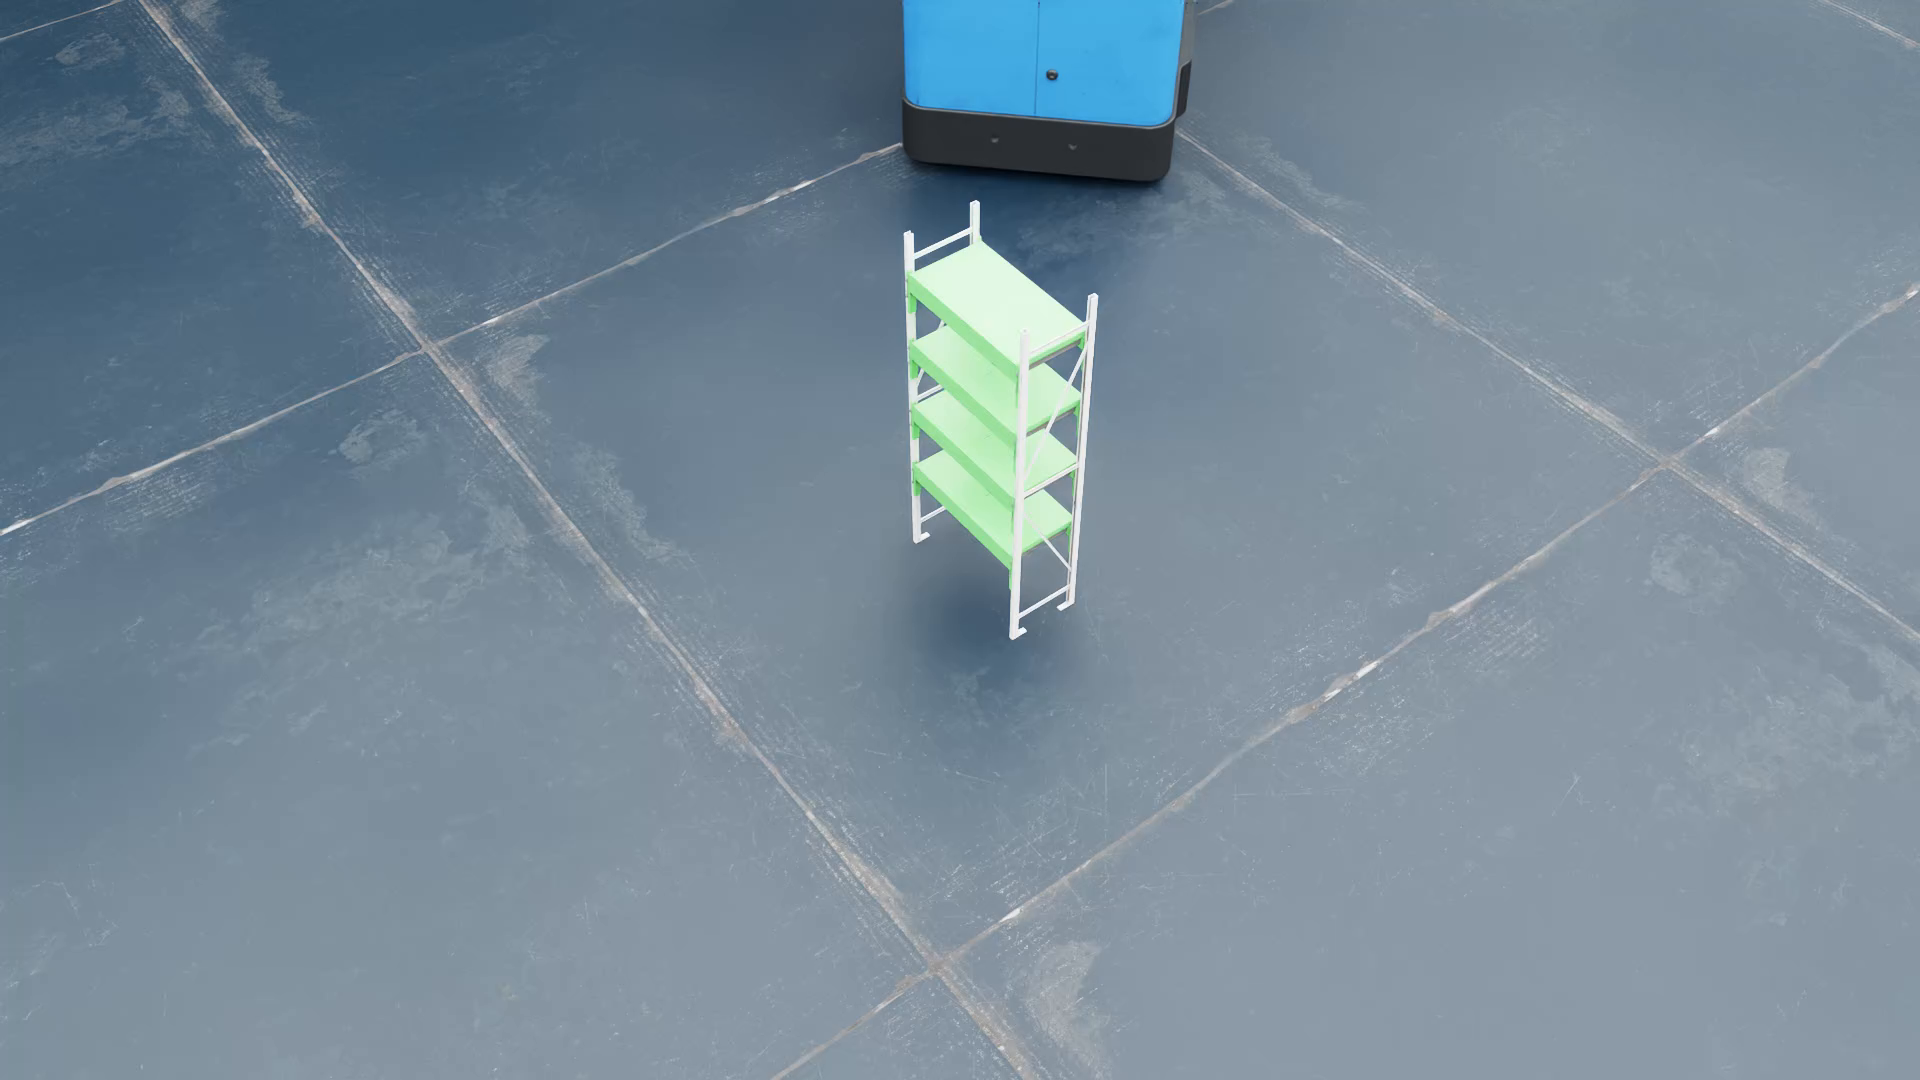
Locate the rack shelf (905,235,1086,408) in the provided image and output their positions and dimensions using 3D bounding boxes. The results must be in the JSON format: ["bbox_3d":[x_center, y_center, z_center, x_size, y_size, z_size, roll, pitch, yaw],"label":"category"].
[{"bbox_3d":[0.100,-0.585,4.409,0.258,0.148,0.480,-29,54,-24],"label":"rack shelf"}]

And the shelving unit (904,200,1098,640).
[{"bbox_3d":[0.100,-0.305,4.717,0.258,1.200,0.503,-29,54,-24],"label":"shelving unit"}]

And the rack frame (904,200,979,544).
[{"bbox_3d":[-0.048,-0.449,4.847,0.240,1.200,0.015,-29,54,-24],"label":"rack frame"}]

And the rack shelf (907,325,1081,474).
[{"bbox_3d":[0.100,-0.424,4.587,0.258,0.148,0.480,-29,54,-24],"label":"rack shelf"}]

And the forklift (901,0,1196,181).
[{"bbox_3d":[0.506,-3.473,6.420,1.130,2.935,3.031,6,48,6],"label":"forklift"}]

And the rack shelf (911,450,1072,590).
[{"bbox_3d":[0.100,-0.101,4.942,0.258,0.148,0.480,-29,54,-24],"label":"rack shelf"}]

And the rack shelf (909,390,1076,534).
[{"bbox_3d":[0.100,-0.262,4.764,0.258,0.148,0.480,-29,54,-24],"label":"rack shelf"}]

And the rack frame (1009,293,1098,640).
[{"bbox_3d":[0.248,-0.162,4.587,0.240,1.200,0.015,-29,54,-24],"label":"rack frame"}]
